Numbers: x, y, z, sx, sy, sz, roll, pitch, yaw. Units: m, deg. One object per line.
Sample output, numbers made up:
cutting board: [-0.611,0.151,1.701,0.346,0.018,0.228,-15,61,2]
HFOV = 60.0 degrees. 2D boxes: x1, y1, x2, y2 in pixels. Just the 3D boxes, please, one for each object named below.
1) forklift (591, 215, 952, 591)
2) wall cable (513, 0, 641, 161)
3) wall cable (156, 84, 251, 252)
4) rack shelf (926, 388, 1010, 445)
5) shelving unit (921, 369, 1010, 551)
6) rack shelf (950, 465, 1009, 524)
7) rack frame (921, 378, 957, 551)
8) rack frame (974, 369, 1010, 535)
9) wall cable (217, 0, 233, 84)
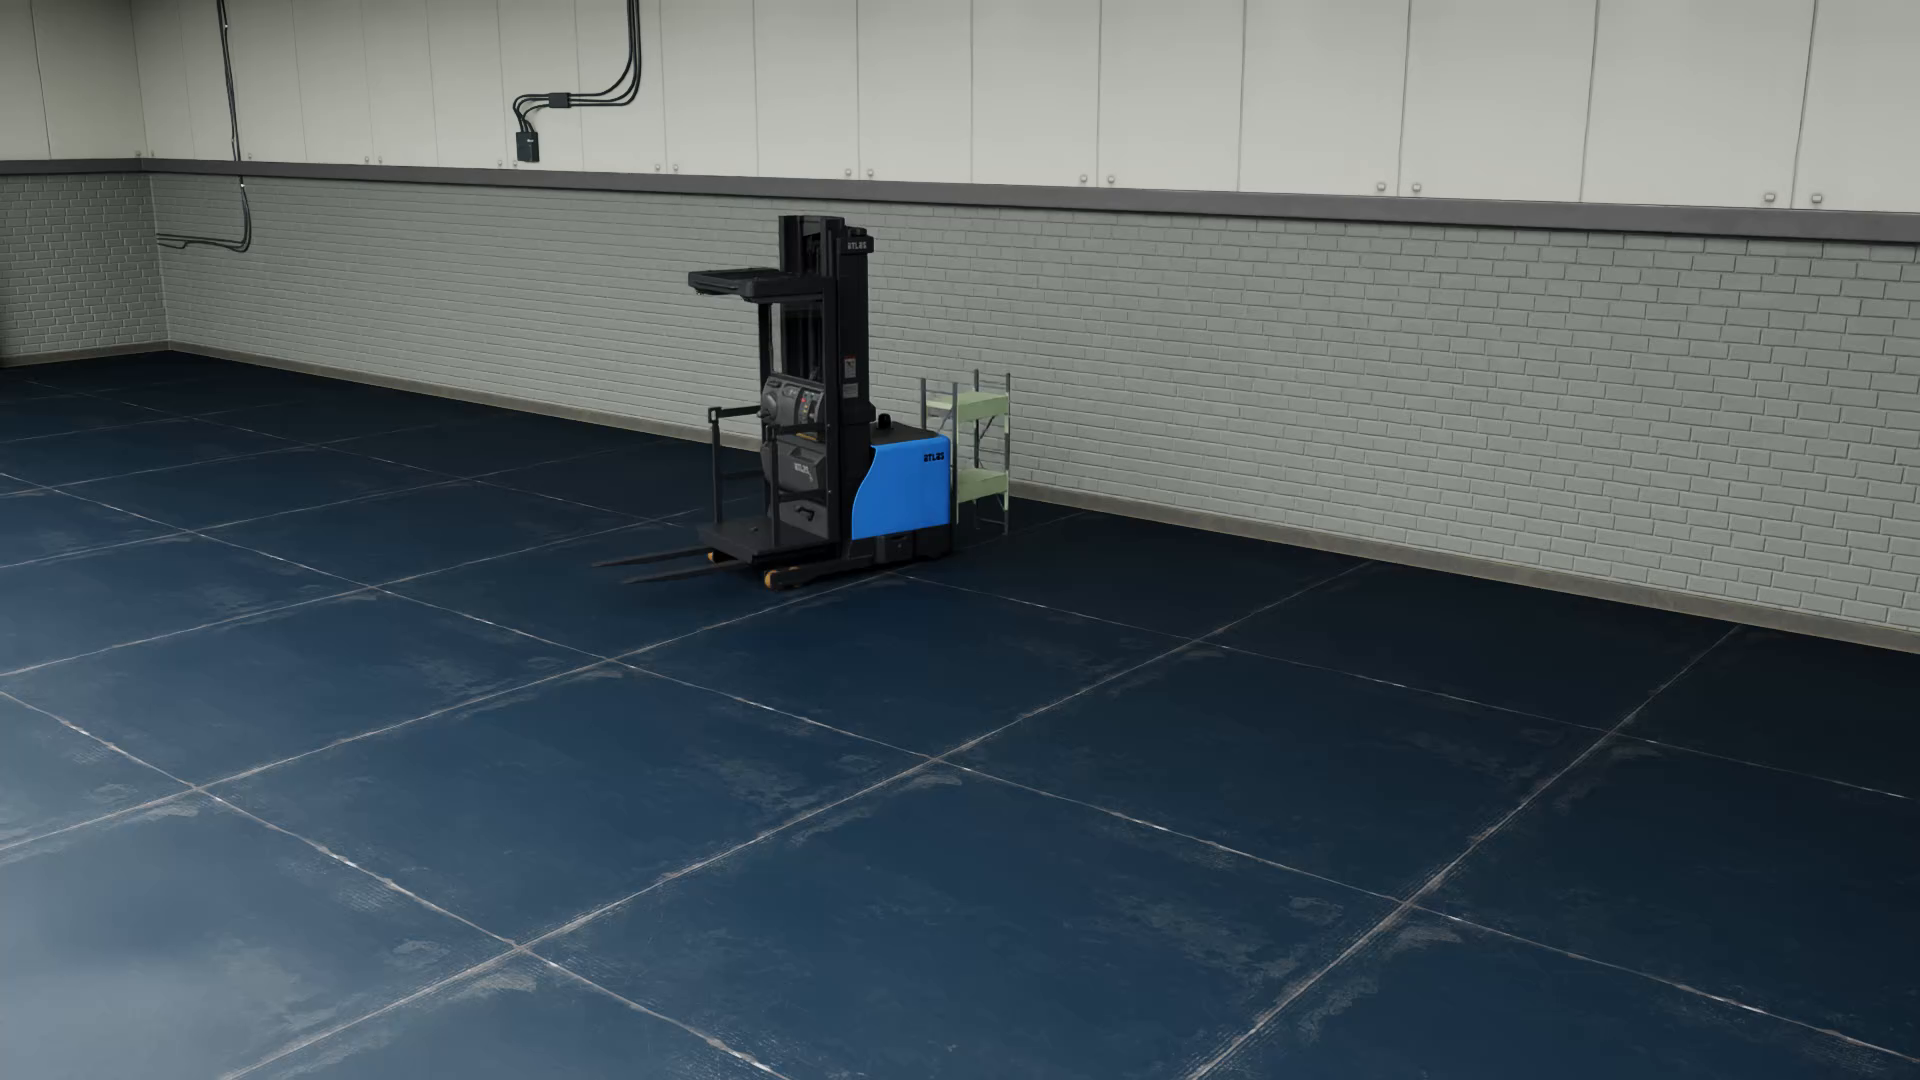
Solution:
forklift: [-1.562,-1.157,13.723,3.031,2.935,1.130,-10,17,-34]
wall cable: [-4.594,-7.458,19.298,2.305,6.003,0.169,11,18,38]
wall cable: [-11.968,-5.777,25.894,3.097,2.526,0.112,11,18,38]
rack shelf: [0.053,-1.113,14.872,0.431,0.370,0.720,12,18,39]
shelving unit: [0.053,-0.735,14.968,0.431,1.500,0.755,12,18,39]
rack shelf: [0.053,-0.419,15.049,0.431,0.370,0.720,12,18,39]
rack frame: [-0.184,-0.666,14.698,0.400,1.500,0.023,12,18,39]
rack frame: [0.290,-0.803,15.239,0.400,1.500,0.023,12,18,39]
wall cable: [-9.864,-7.806,23.624,3.097,2.526,0.112,11,18,38]
